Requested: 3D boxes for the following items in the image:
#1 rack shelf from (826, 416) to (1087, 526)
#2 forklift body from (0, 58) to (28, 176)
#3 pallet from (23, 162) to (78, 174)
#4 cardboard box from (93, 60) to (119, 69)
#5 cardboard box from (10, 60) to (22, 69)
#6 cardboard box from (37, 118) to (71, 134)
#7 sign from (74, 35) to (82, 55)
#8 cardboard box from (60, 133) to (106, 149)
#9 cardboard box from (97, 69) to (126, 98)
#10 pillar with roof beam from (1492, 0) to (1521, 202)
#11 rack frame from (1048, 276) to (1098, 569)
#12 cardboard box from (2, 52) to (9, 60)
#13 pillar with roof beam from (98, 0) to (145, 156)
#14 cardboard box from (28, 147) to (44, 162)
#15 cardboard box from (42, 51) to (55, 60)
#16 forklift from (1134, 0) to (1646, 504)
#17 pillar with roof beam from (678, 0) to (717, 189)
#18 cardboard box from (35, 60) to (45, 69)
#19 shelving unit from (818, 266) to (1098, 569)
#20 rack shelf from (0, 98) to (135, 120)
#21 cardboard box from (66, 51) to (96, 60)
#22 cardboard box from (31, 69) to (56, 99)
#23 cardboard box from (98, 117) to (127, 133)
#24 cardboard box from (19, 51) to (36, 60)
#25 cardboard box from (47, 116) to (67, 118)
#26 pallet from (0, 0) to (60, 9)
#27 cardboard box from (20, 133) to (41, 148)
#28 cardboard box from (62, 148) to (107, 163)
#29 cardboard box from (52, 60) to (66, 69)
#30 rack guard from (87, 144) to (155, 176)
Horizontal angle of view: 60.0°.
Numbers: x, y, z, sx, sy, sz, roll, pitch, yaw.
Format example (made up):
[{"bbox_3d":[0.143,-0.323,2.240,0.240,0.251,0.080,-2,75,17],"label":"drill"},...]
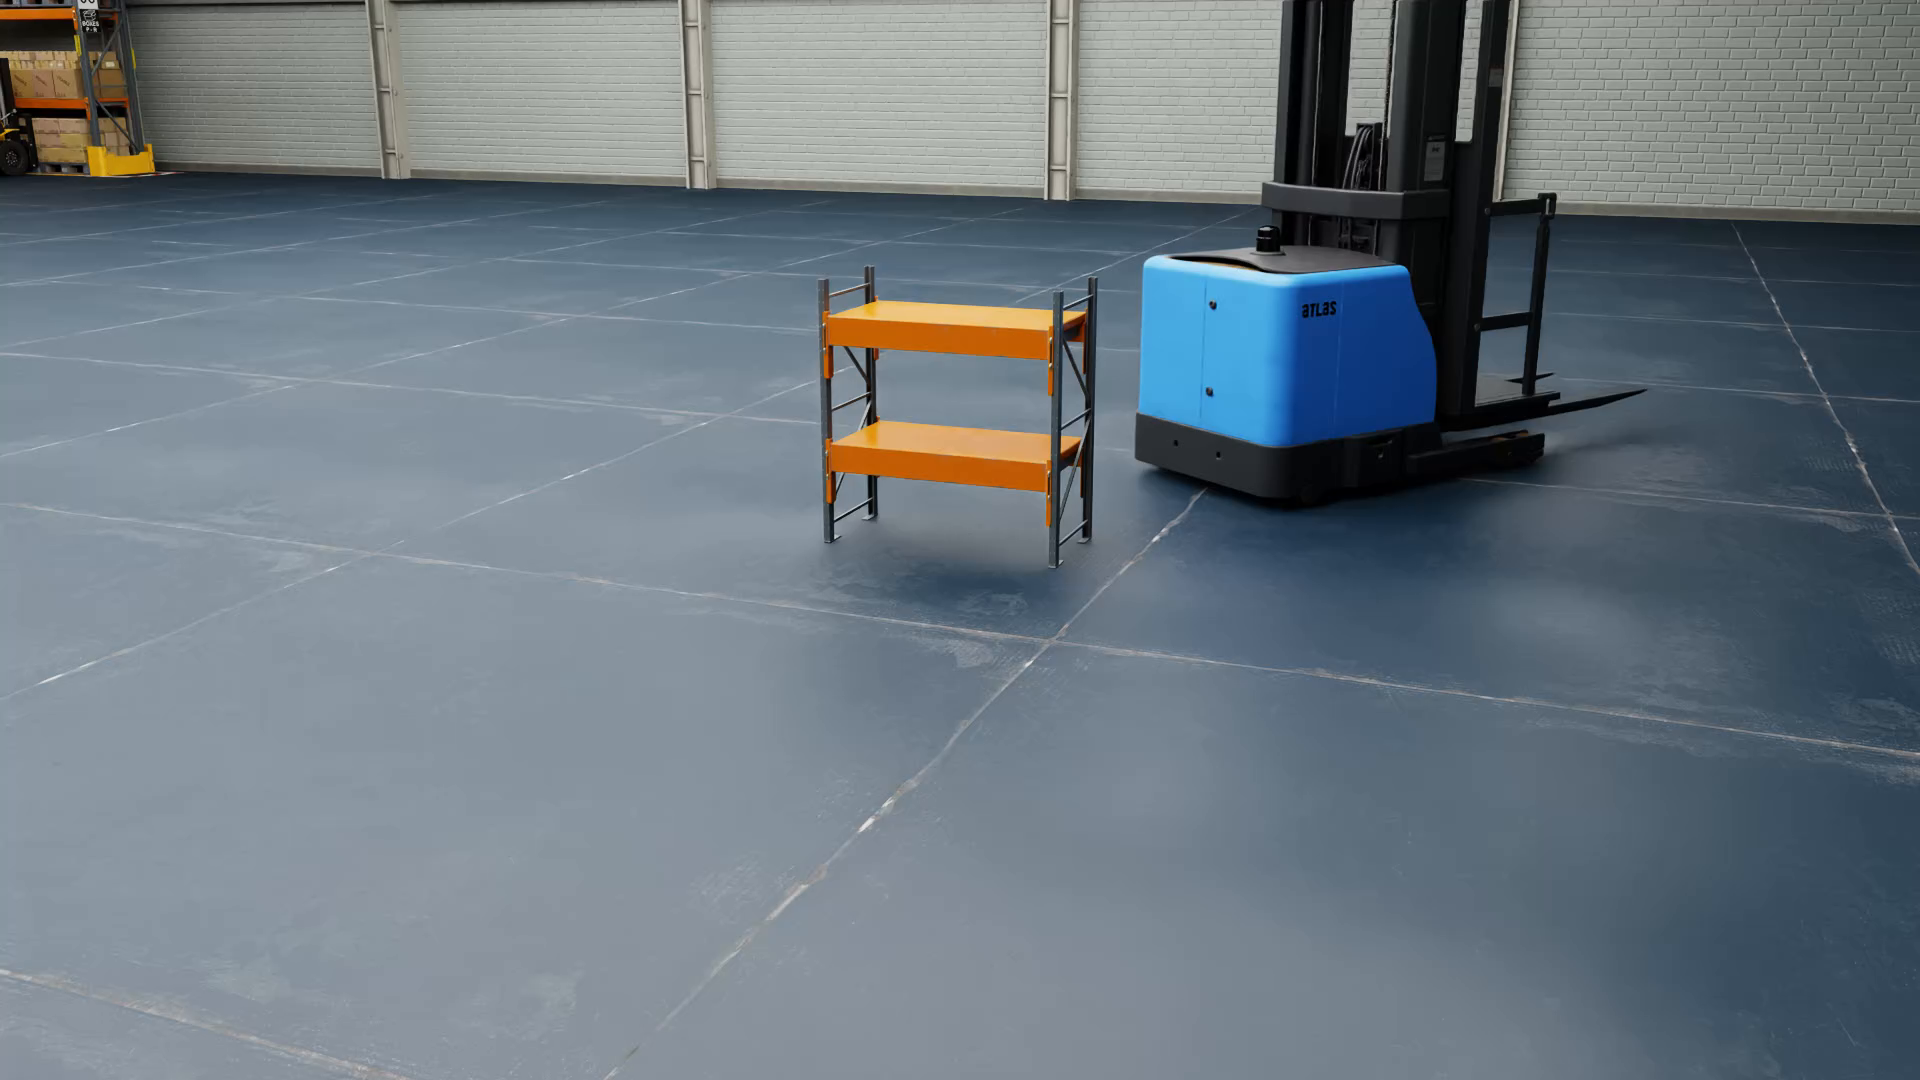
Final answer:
[{"bbox_3d":[-0.006,-0.306,7.087,1.000,0.278,0.538,6,17,21],"label":"rack shelf"},{"bbox_3d":[-17.395,-7.294,28.441,1.214,2.155,2.313,6,17,21],"label":"forklift body"},{"bbox_3d":[-16.819,-6.834,30.336,1.213,0.211,1.003,6,17,21],"label":"pallet"},{"bbox_3d":[-15.182,-8.442,29.531,0.250,0.149,0.380,6,17,19],"label":"cardboard box"},{"bbox_3d":[-16.589,-8.428,29.482,0.250,0.149,0.380,6,17,21],"label":"cardboard box"},{"bbox_3d":[-15.982,-7.359,29.528,0.500,0.250,0.500,7,17,22],"label":"cardboard box"},{"bbox_3d":[-15.174,-8.511,28.610,0.005,0.325,0.100,6,17,21],"label":"sign"},{"bbox_3d":[-15.529,-7.071,29.432,0.500,0.250,0.500,6,17,20],"label":"cardboard box"},{"bbox_3d":[-15.321,-8.152,29.693,0.500,0.500,0.500,7,18,22],"label":"cardboard box"},{"bbox_3d":[5.468,-7.595,17.196,0.400,9.000,9.100,6,17,21],"label":"pillar with roof beam"},{"bbox_3d":[0.467,-0.489,6.840,0.032,1.125,0.500,6,17,21],"label":"rack frame"},{"bbox_3d":[-16.801,-8.621,29.612,0.250,0.149,0.380,7,17,21],"label":"cardboard box"},{"bbox_3d":[-16.858,-10.050,25.652,0.400,9.000,9.100,6,17,21],"label":"pillar with roof beam"},{"bbox_3d":[-16.436,-6.935,29.860,0.500,0.250,0.500,6,17,21],"label":"cardboard box"},{"bbox_3d":[-15.866,-8.502,29.204,0.250,0.149,0.380,7,17,22],"label":"cardboard box"},{"bbox_3d":[2.381,-1.872,8.365,3.031,2.935,1.130,-11,19,-33],"label":"forklift"},{"bbox_3d":[-5.695,-8.823,21.424,0.400,9.000,9.100,6,17,21],"label":"pillar with roof beam"},{"bbox_3d":[-16.081,-8.392,29.359,0.250,0.149,0.380,6,17,20],"label":"cardboard box"},{"bbox_3d":[-0.006,-0.541,7.019,1.048,1.125,0.538,6,17,21],"label":"shelving unit"},{"bbox_3d":[-16.822,-7.840,30.089,4.000,0.370,1.077,6,17,21],"label":"rack shelf"},{"bbox_3d":[-15.372,-8.465,29.076,0.250,0.149,0.380,6,17,21],"label":"cardboard box"},{"bbox_3d":[-15.995,-8.067,29.400,0.500,0.500,0.500,7,18,22],"label":"cardboard box"},{"bbox_3d":[-15.339,-7.440,29.808,0.500,0.250,0.500,6,17,20],"label":"cardboard box"},{"bbox_3d":[-16.354,-8.545,29.350,0.250,0.149,0.380,7,18,22],"label":"cardboard box"},{"bbox_3d":[-16.267,-7.545,30.167,0.500,0.250,0.500,6,17,20],"label":"cardboard box"},{"bbox_3d":[-16.749,-9.582,29.579,1.213,0.211,1.003,6,17,21],"label":"pallet"},{"bbox_3d":[-16.480,-7.172,29.781,0.500,0.250,0.500,6,17,19],"label":"cardboard box"},{"bbox_3d":[-15.515,-6.828,29.492,0.500,0.250,0.500,6,17,21],"label":"cardboard box"},{"bbox_3d":[-15.636,-8.322,29.115,0.250,0.149,0.380,7,17,22],"label":"cardboard box"},{"bbox_3d":[-14.939,-6.778,29.624,0.348,0.500,1.175,6,17,21],"label":"rack guard"}]
